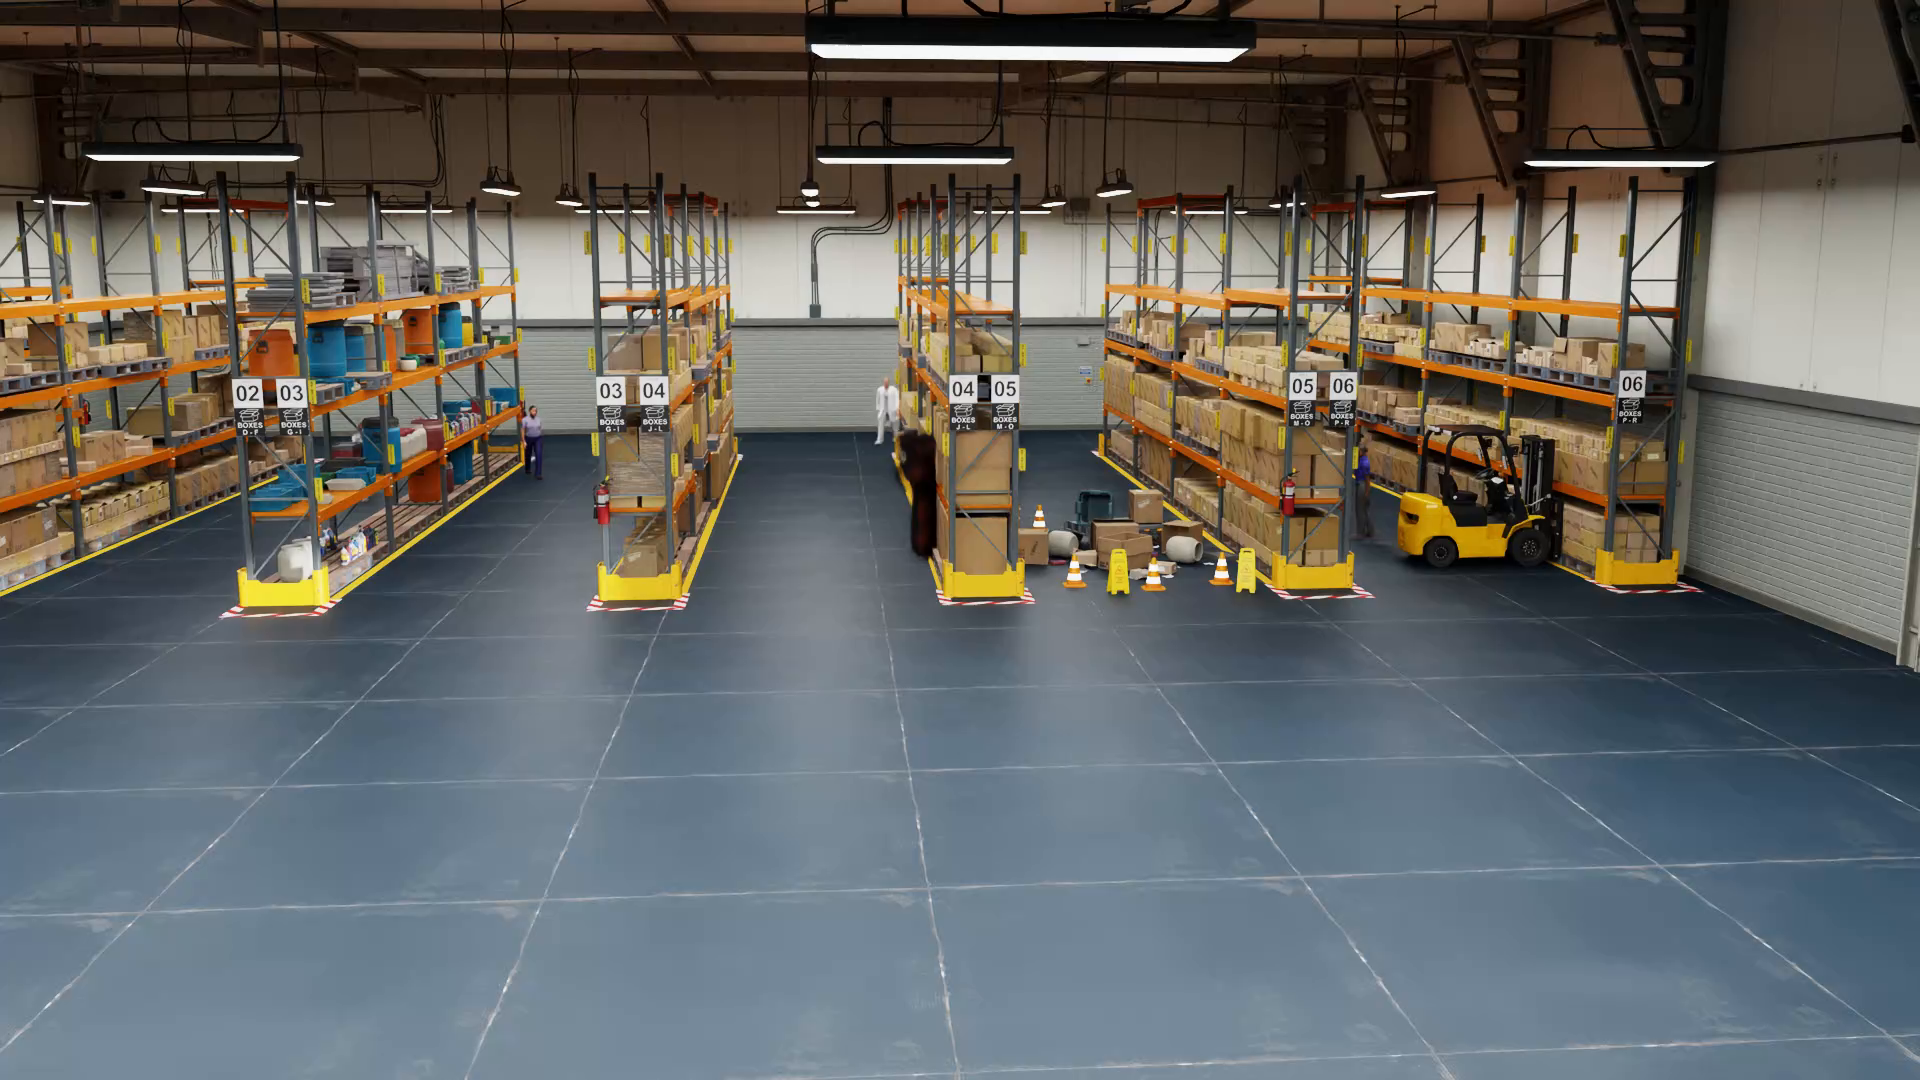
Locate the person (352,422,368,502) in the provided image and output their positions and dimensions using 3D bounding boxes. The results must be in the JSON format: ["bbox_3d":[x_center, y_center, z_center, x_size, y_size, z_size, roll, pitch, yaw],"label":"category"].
[{"bbox_3d":[-11.887,-1.578,33.114,0.398,1.555,0.823,-1,10,-5],"label":"person"}]

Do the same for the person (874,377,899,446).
[{"bbox_3d":[-1.849,-3.280,42.217,0.679,1.725,1.128,4,11,19],"label":"person"}]

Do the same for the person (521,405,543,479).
[{"bbox_3d":[-9.303,-2.131,36.149,0.468,1.586,0.881,-3,10,-17],"label":"person"}]

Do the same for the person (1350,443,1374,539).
[{"bbox_3d":[6.984,-0.848,28.784,0.416,1.664,0.463,5,11,25],"label":"person"}]
